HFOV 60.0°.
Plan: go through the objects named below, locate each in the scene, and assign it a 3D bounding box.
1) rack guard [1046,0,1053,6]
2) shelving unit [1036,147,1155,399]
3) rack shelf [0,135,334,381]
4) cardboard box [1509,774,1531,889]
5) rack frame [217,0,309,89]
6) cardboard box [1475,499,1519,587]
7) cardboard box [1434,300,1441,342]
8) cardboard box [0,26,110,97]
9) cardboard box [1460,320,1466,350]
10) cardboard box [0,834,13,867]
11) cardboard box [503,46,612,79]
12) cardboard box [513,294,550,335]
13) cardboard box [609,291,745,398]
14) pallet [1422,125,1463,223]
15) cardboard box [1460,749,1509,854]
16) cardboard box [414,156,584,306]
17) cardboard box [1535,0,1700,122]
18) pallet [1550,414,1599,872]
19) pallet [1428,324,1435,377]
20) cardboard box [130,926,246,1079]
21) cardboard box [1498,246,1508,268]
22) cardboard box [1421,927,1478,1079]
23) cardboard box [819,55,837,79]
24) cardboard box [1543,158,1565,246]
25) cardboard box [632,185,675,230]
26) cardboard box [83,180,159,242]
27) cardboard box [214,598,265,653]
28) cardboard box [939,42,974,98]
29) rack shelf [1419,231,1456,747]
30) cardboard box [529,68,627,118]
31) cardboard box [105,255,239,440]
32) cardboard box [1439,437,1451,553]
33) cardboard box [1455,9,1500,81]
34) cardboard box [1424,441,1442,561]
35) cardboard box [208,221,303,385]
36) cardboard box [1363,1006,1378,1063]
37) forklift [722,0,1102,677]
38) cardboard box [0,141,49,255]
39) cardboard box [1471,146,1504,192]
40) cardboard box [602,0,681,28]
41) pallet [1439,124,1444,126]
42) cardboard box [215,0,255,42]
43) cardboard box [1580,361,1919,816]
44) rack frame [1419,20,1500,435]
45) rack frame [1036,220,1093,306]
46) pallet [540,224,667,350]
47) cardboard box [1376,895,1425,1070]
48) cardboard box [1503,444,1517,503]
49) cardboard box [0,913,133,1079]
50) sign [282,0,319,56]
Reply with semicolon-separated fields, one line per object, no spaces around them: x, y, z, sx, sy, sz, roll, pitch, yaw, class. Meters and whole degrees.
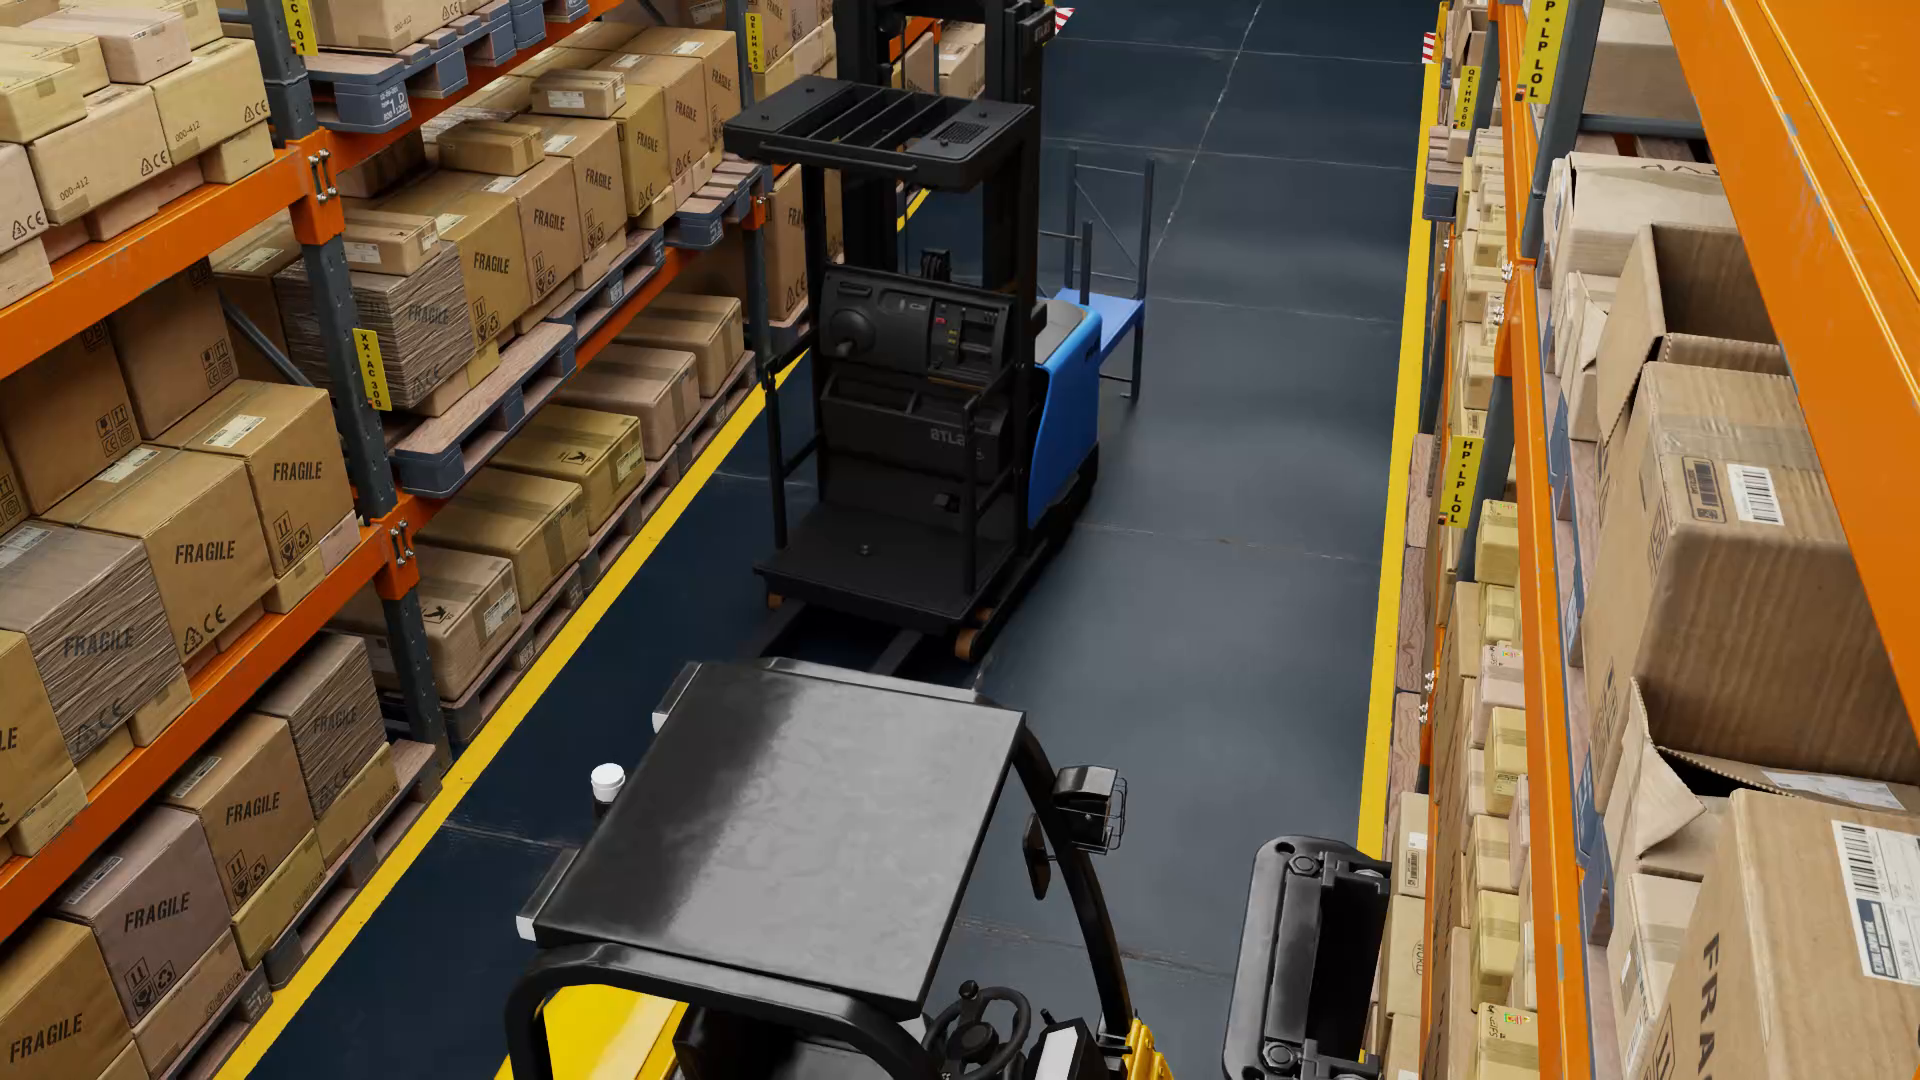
0.355;-5.515;16.960;1.175;0.500;0.348;8;33;12;rack guard
0.650;-1.299;9.395;0.538;1.500;1.048;13;35;20;shelving unit
-3.204;-0.255;4.230;1.077;0.370;4.000;8;33;12;rack shelf
1.488;0.706;3.868;0.380;0.149;0.250;8;33;12;cardboard box
-2.696;-2.862;4.865;1.000;3.000;0.127;8;33;12;rack frame
1.738;0.027;4.937;0.380;0.149;0.250;9;33;13;cardboard box
3.157;-1.362;10.035;0.500;0.500;0.500;8;33;12;cardboard box
-2.710;-1.365;4.796;0.380;0.149;0.250;9;33;14;cardboard box
2.388;-0.886;7.021;0.500;0.250;0.500;8;33;13;cardboard box
-2.982;0.901;4.771;0.380;0.149;0.250;7;33;11;cardboard box
-2.145;-2.278;8.775;0.500;0.500;0.500;10;34;15;cardboard box
-2.075;-1.059;7.463;0.380;0.149;0.250;9;33;13;cardboard box
-1.834;-1.183;9.873;0.950;0.372;0.625;6;33;9;cardboard box
3.225;-2.013;9.299;1.213;0.211;1.003;8;33;12;pallet
1.465;0.684;4.180;0.380;0.149;0.250;8;33;12;cardboard box
-2.035;-1.395;7.386;0.500;0.500;0.500;8;33;12;cardboard box
2.054;-1.513;5.137;0.500;0.311;0.500;7;33;11;cardboard box
1.603;0.192;2.939;1.003;0.211;1.213;8;33;12;pallet
3.347;-0.938;10.029;1.003;0.211;1.213;8;33;12;pallet
-2.845;1.537;5.708;0.500;0.250;0.500;9;33;13;cardboard box
2.465;-1.104;6.993;0.380;0.149;0.250;8;33;12;cardboard box
1.349;1.289;3.833;0.500;0.500;0.500;8;33;13;cardboard box
-1.062;-3.103;10.975;0.500;0.250;0.500;9;34;14;cardboard box
1.698;-0.845;4.236;0.380;0.149;0.250;9;33;13;cardboard box
-1.684;-1.715;8.495;0.380;0.149;0.250;9;33;13;cardboard box
-2.672;-1.030;5.013;0.380;0.149;0.250;8;33;13;cardboard box
-2.682;0.239;5.813;0.380;0.149;0.250;8;33;13;cardboard box
-0.403;-3.889;14.069;0.875;0.438;0.875;8;33;12;cardboard box
2.613;-0.391;7.240;1.077;0.370;4.000;8;33;12;rack shelf
-1.824;-2.138;7.950;0.380;0.149;0.250;6;33;10;cardboard box
-3.018;-0.722;5.787;0.700;0.500;0.500;8;33;12;cardboard box
2.103;-0.152;6.334;0.500;0.250;0.500;8;33;12;cardboard box
3.356;-2.826;9.911;0.797;0.503;0.637;7;33;11;cardboard box
2.791;-0.246;8.163;0.875;0.625;0.625;9;34;14;cardboard box
-2.801;-0.947;6.681;0.500;0.500;0.500;7;33;11;cardboard box
1.549;1.798;5.298;0.500;0.250;0.500;7;33;11;cardboard box
-0.302;-0.924;7.472;1.130;2.935;3.031;13;35;20;forklift
-2.819;-0.868;4.386;0.500;0.250;0.500;7;33;12;cardboard box
2.689;-1.785;8.063;0.380;0.149;0.250;9;33;13;cardboard box
-1.803;-3.175;9.922;0.500;0.500;0.500;7;33;11;cardboard box
4.311;-2.988;13.253;1.003;0.211;1.213;8;33;12;pallet
-2.688;-2.033;6.105;0.500;0.250;0.500;7;33;11;cardboard box
1.324;0.111;2.406;0.700;0.500;0.500;8;33;13;cardboard box
3.121;-1.733;8.679;1.000;3.000;0.127;8;33;12;rack frame
0.446;-1.049;9.003;0.500;1.500;0.032;13;35;20;rack frame
-2.144;-1.293;8.166;1.003;0.211;1.213;8;33;12;pallet
1.540;1.377;5.028;0.500;0.250;0.500;8;33;12;cardboard box
1.978;-0.180;5.540;0.380;0.149;0.250;9;34;14;cardboard box
-2.970;1.487;5.087;0.500;0.500;0.500;9;33;13;cardboard box
-2.170;-1.745;5.421;0.100;0.325;0.005;8;33;12;sign
